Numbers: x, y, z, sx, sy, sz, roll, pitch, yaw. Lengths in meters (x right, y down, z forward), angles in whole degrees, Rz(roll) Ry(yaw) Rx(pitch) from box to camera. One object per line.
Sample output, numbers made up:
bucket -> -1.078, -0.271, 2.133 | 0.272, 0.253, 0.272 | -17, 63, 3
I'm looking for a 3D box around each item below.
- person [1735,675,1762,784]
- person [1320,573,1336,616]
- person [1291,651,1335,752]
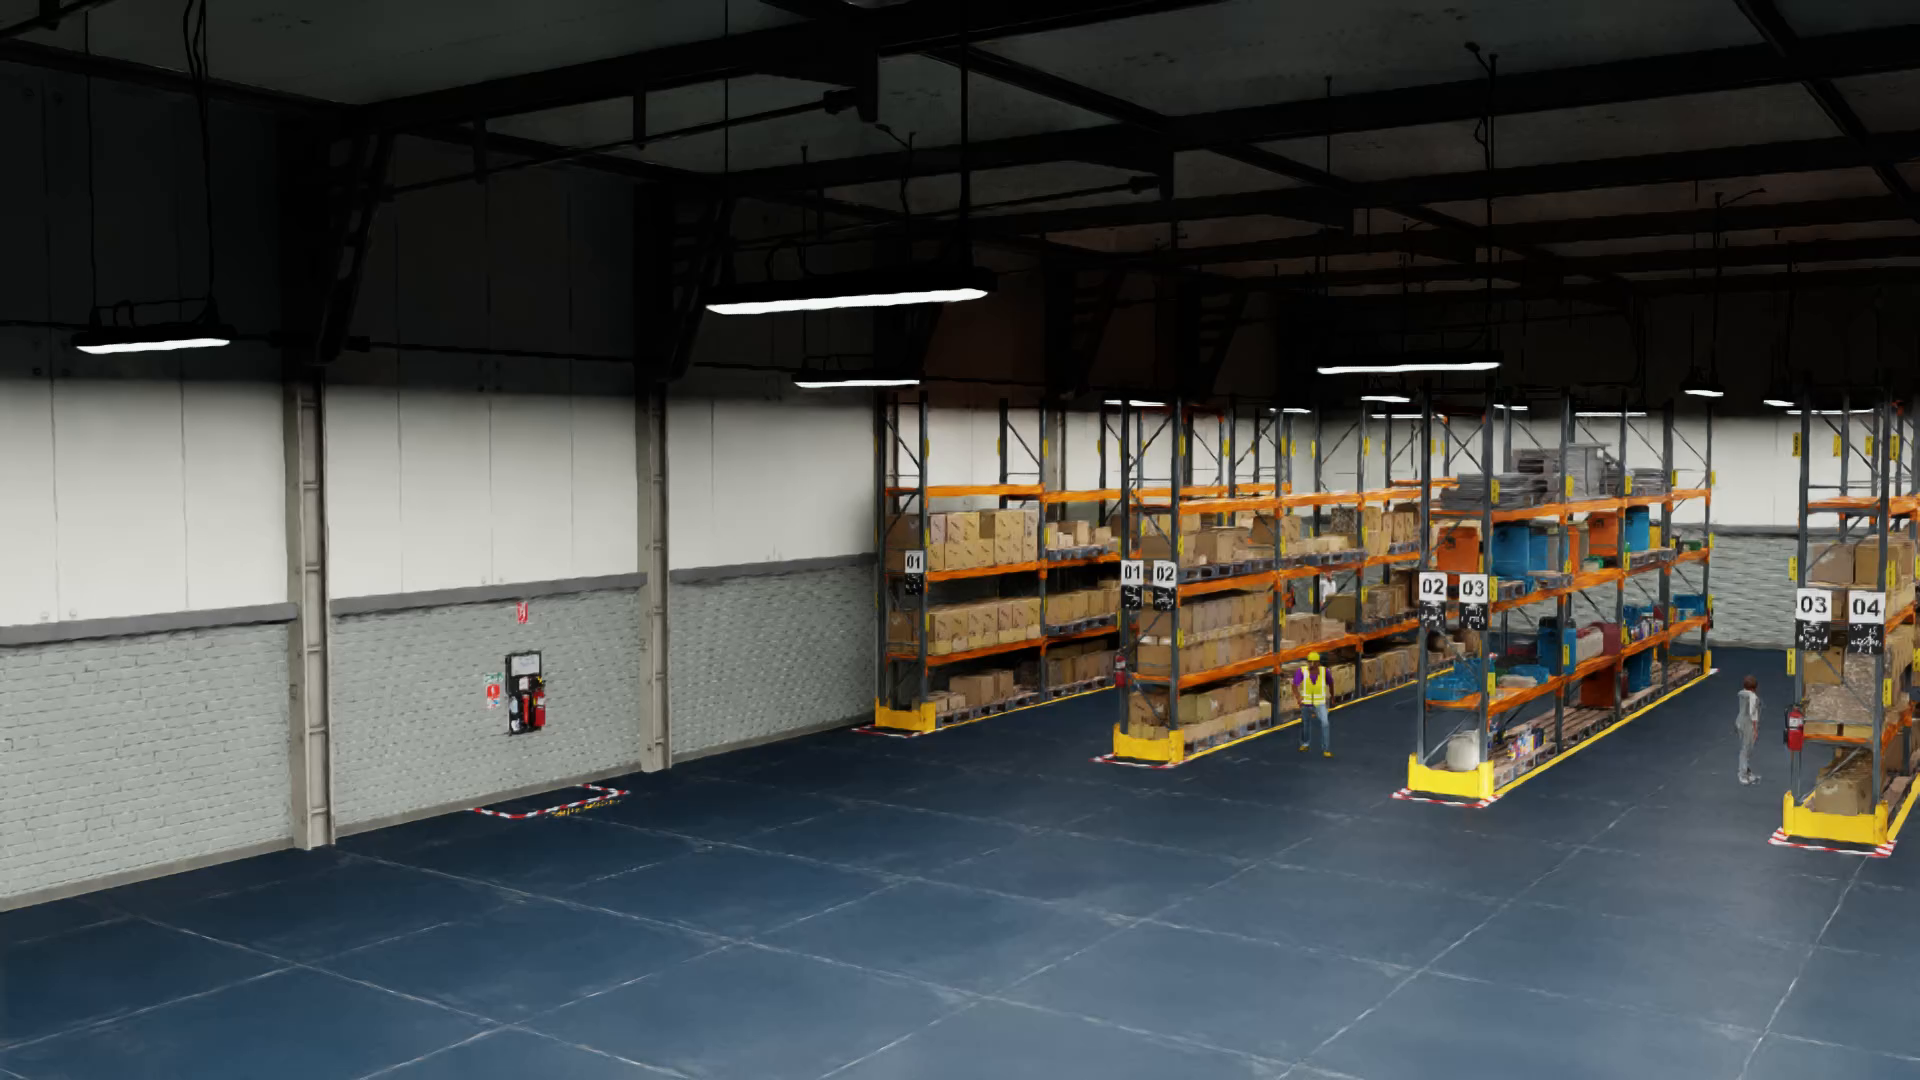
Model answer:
person -> 9.902, 2.785, 25.323 | 4.251, 1.600, 1.234 | 0, 3, 3
person -> 9.921, 1.659, 44.605 | 0.737, 1.712, 0.564 | -1, 3, -18
person -> 5.751, 2.606, 27.064 | 0.697, 1.633, 0.796 | 1, 3, 14
